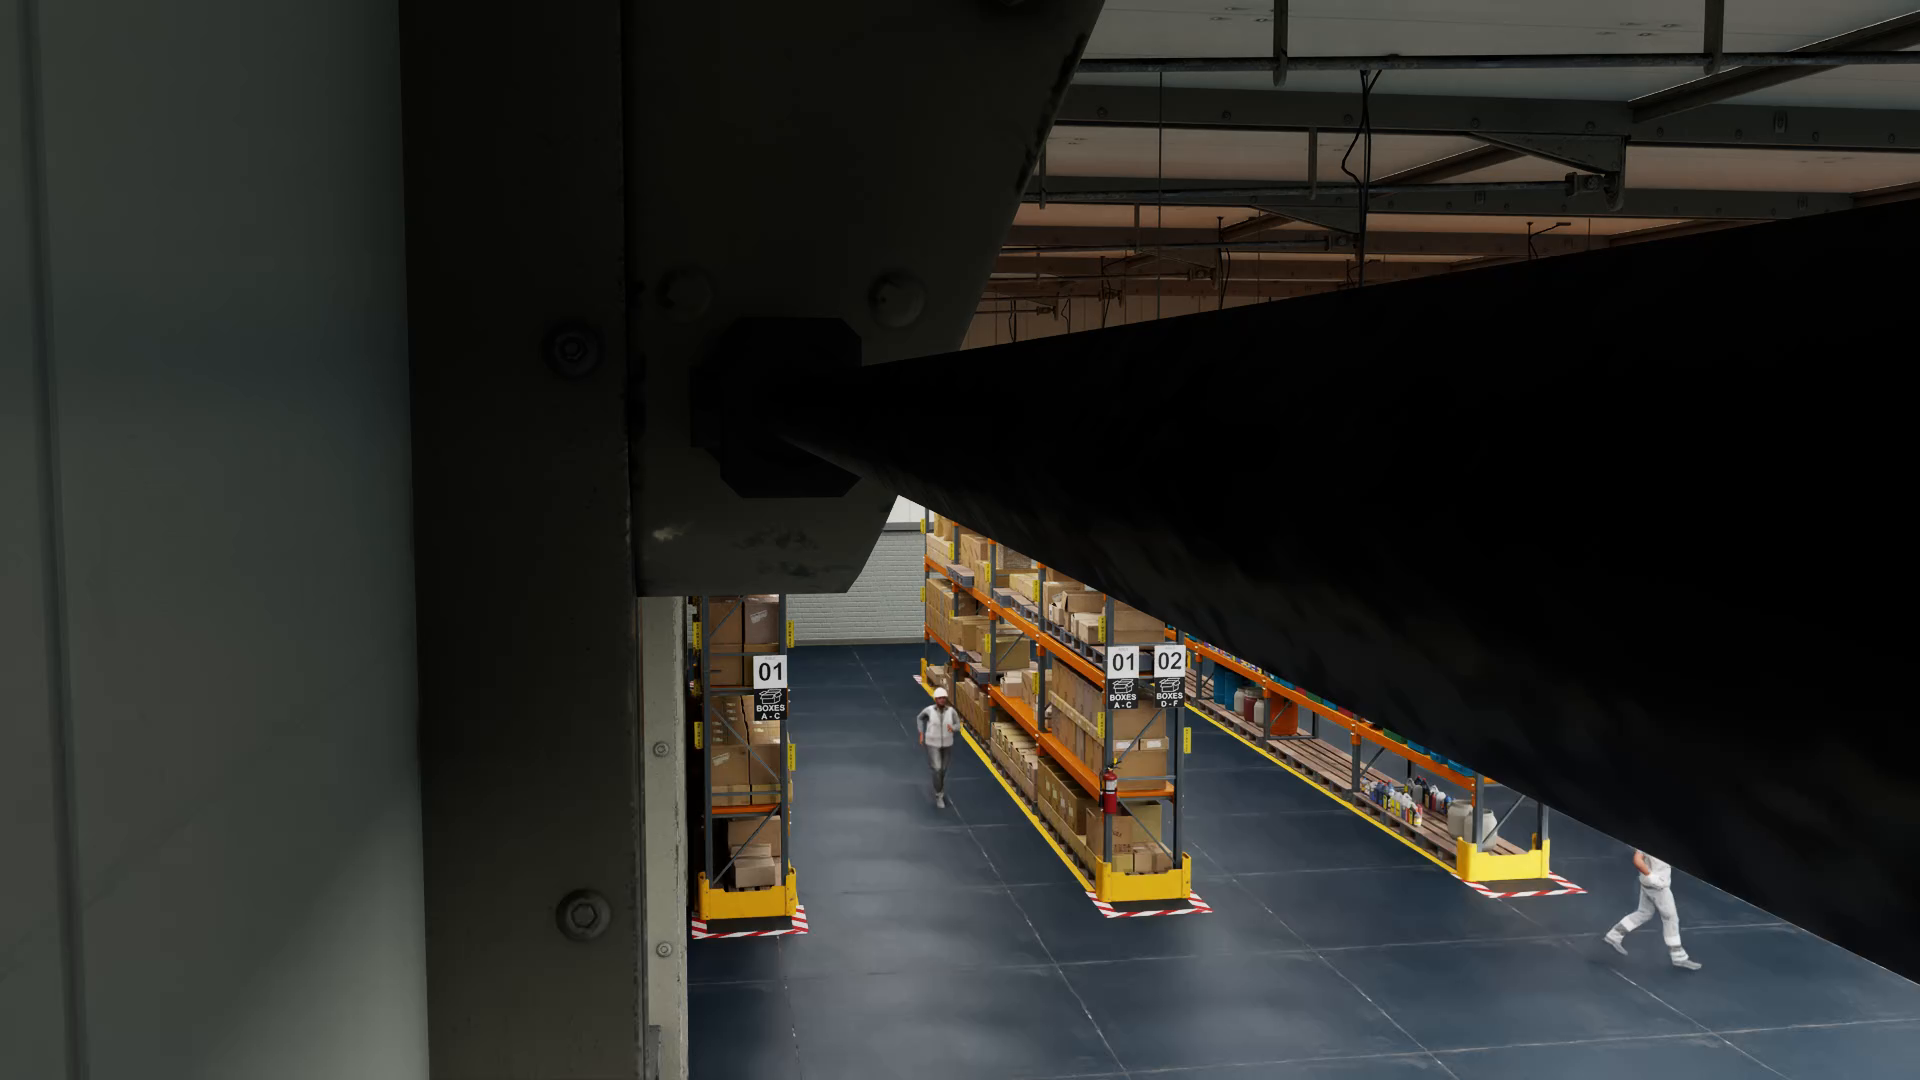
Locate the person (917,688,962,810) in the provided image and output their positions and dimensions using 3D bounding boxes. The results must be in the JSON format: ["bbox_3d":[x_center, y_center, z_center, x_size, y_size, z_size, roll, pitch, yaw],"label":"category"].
[{"bbox_3d":[-0.314,3.177,25.688,0.628,1.825,0.868,-1,5,-17],"label":"person"}]

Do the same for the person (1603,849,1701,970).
[{"bbox_3d":[7.649,3.795,18.310,1.002,1.774,0.650,1,5,13],"label":"person"}]
